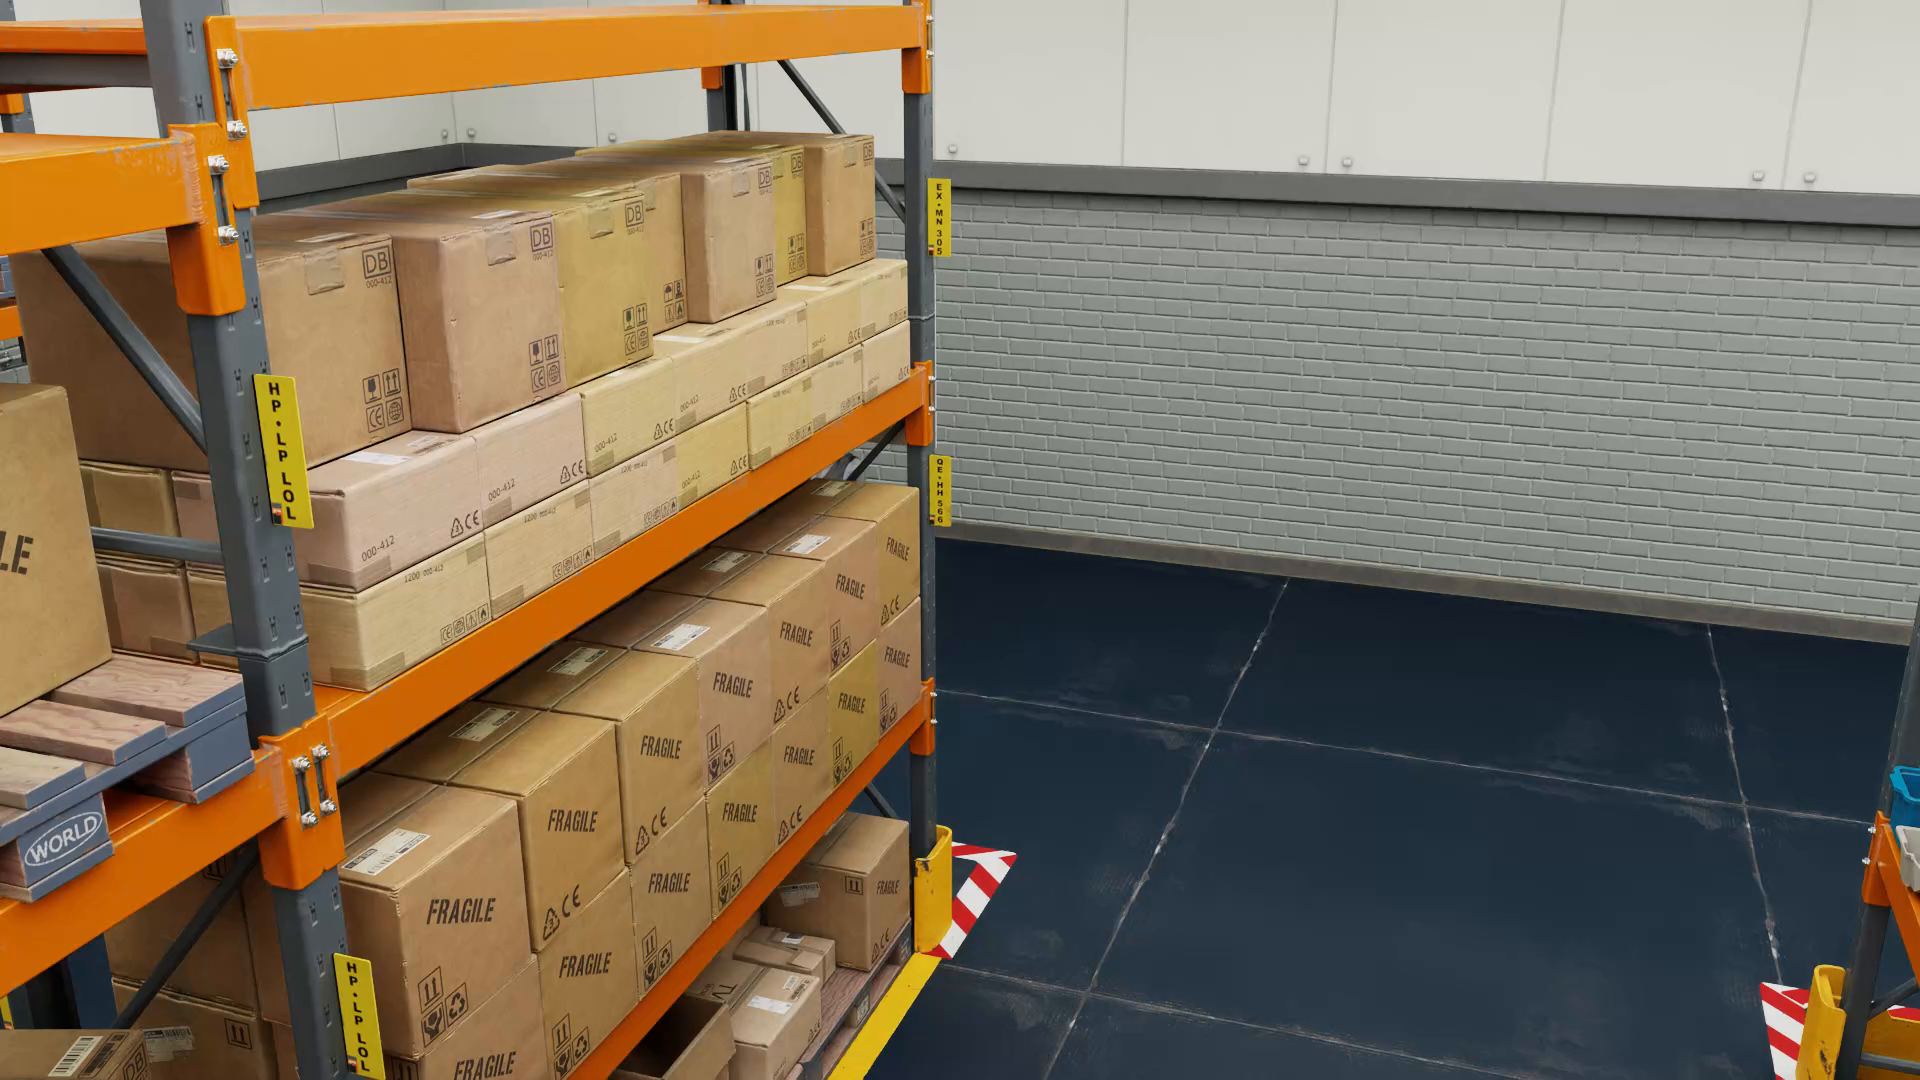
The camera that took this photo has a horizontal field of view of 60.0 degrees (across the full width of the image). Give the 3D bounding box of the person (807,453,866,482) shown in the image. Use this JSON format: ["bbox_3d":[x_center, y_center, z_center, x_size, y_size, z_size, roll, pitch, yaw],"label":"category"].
[{"bbox_3d":[-0.872,0.067,11.066,0.532,1.617,0.360,7,20,19],"label":"person"}]
